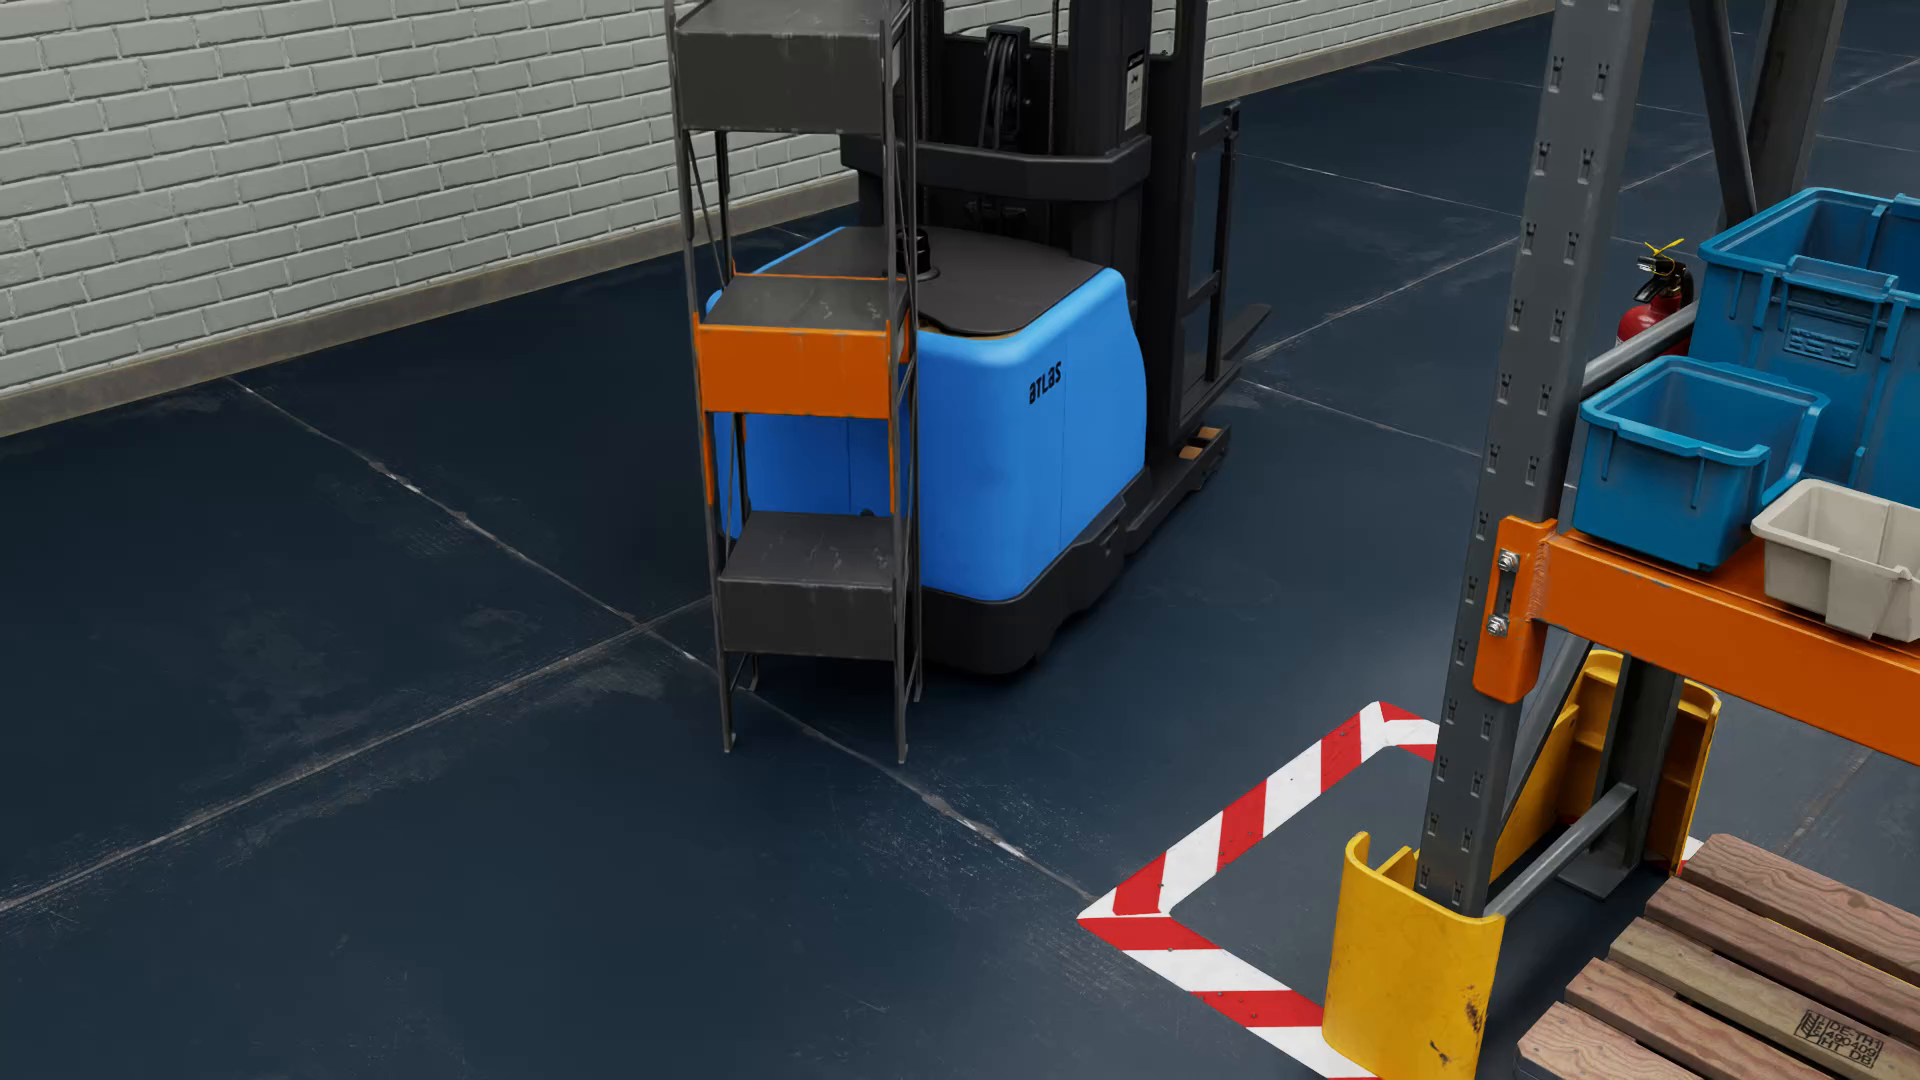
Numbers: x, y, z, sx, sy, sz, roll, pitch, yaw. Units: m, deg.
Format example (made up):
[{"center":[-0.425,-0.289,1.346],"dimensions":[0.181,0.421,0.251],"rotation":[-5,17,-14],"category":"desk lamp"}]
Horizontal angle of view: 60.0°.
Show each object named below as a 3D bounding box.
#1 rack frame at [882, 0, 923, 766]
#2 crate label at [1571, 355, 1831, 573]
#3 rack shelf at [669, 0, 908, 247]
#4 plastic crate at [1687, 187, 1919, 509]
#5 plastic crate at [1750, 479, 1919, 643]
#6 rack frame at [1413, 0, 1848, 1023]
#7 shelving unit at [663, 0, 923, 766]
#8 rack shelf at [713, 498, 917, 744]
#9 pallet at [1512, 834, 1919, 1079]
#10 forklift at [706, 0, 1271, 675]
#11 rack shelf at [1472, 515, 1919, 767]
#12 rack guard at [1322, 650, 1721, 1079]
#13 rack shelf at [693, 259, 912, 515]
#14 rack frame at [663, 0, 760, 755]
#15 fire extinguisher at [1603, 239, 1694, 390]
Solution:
[{"center":[-0.140,-0.400,4.252],"dimensions":[0.015,2.100,0.400],"rotation":[3,28,5],"category":"rack frame"},{"center":[1.276,-0.132,2.894],"dimensions":[0.303,0.233,0.416],"rotation":[25,36,38],"category":"crate label"},{"center":[-0.383,-1.018,3.953],"dimensions":[0.480,0.518,0.431],"rotation":[3,28,5],"category":"rack shelf"},{"center":[1.701,-0.364,3.118],"dimensions":[0.499,0.435,0.616],"rotation":[25,36,38],"category":"plastic crate"},{"center":[1.447,0.043,2.665],"dimensions":[0.298,0.136,0.250],"rotation":[25,36,38],"category":"plastic crate"},{"center":[1.331,-0.369,3.230],"dimensions":[0.127,3.000,1.000],"rotation":[25,36,38],"category":"rack frame"},{"center":[-0.383,-0.412,4.275],"dimensions":[0.503,2.100,0.431],"rotation":[3,28,5],"category":"shelving unit"},{"center":[-0.383,0.218,4.610],"dimensions":[0.480,0.518,0.431],"rotation":[3,28,5],"category":"rack shelf"},{"center":[1.892,1.147,3.342],"dimensions":[1.213,0.211,1.003],"rotation":[25,36,38],"category":"pallet"},{"center":[0.363,-1.561,5.570],"dimensions":[1.130,2.935,3.031],"rotation":[13,31,24],"category":"forklift"},{"center":[2.757,0.602,2.156],"dimensions":[4.000,0.370,1.077],"rotation":[25,36,38],"category":"rack shelf"},{"center":[1.305,0.733,3.818],"dimensions":[0.348,0.500,1.175],"rotation":[25,36,38],"category":"rack guard"},{"center":[-0.383,-0.400,4.282],"dimensions":[0.480,0.518,0.431],"rotation":[3,28,5],"category":"rack shelf"},{"center":[-0.626,-0.424,4.299],"dimensions":[0.015,2.100,0.400],"rotation":[3,28,5],"category":"rack frame"},{"center":[1.542,-0.370,3.715],"dimensions":[0.183,0.674,0.296],"rotation":[25,36,38],"category":"fire extinguisher"}]
